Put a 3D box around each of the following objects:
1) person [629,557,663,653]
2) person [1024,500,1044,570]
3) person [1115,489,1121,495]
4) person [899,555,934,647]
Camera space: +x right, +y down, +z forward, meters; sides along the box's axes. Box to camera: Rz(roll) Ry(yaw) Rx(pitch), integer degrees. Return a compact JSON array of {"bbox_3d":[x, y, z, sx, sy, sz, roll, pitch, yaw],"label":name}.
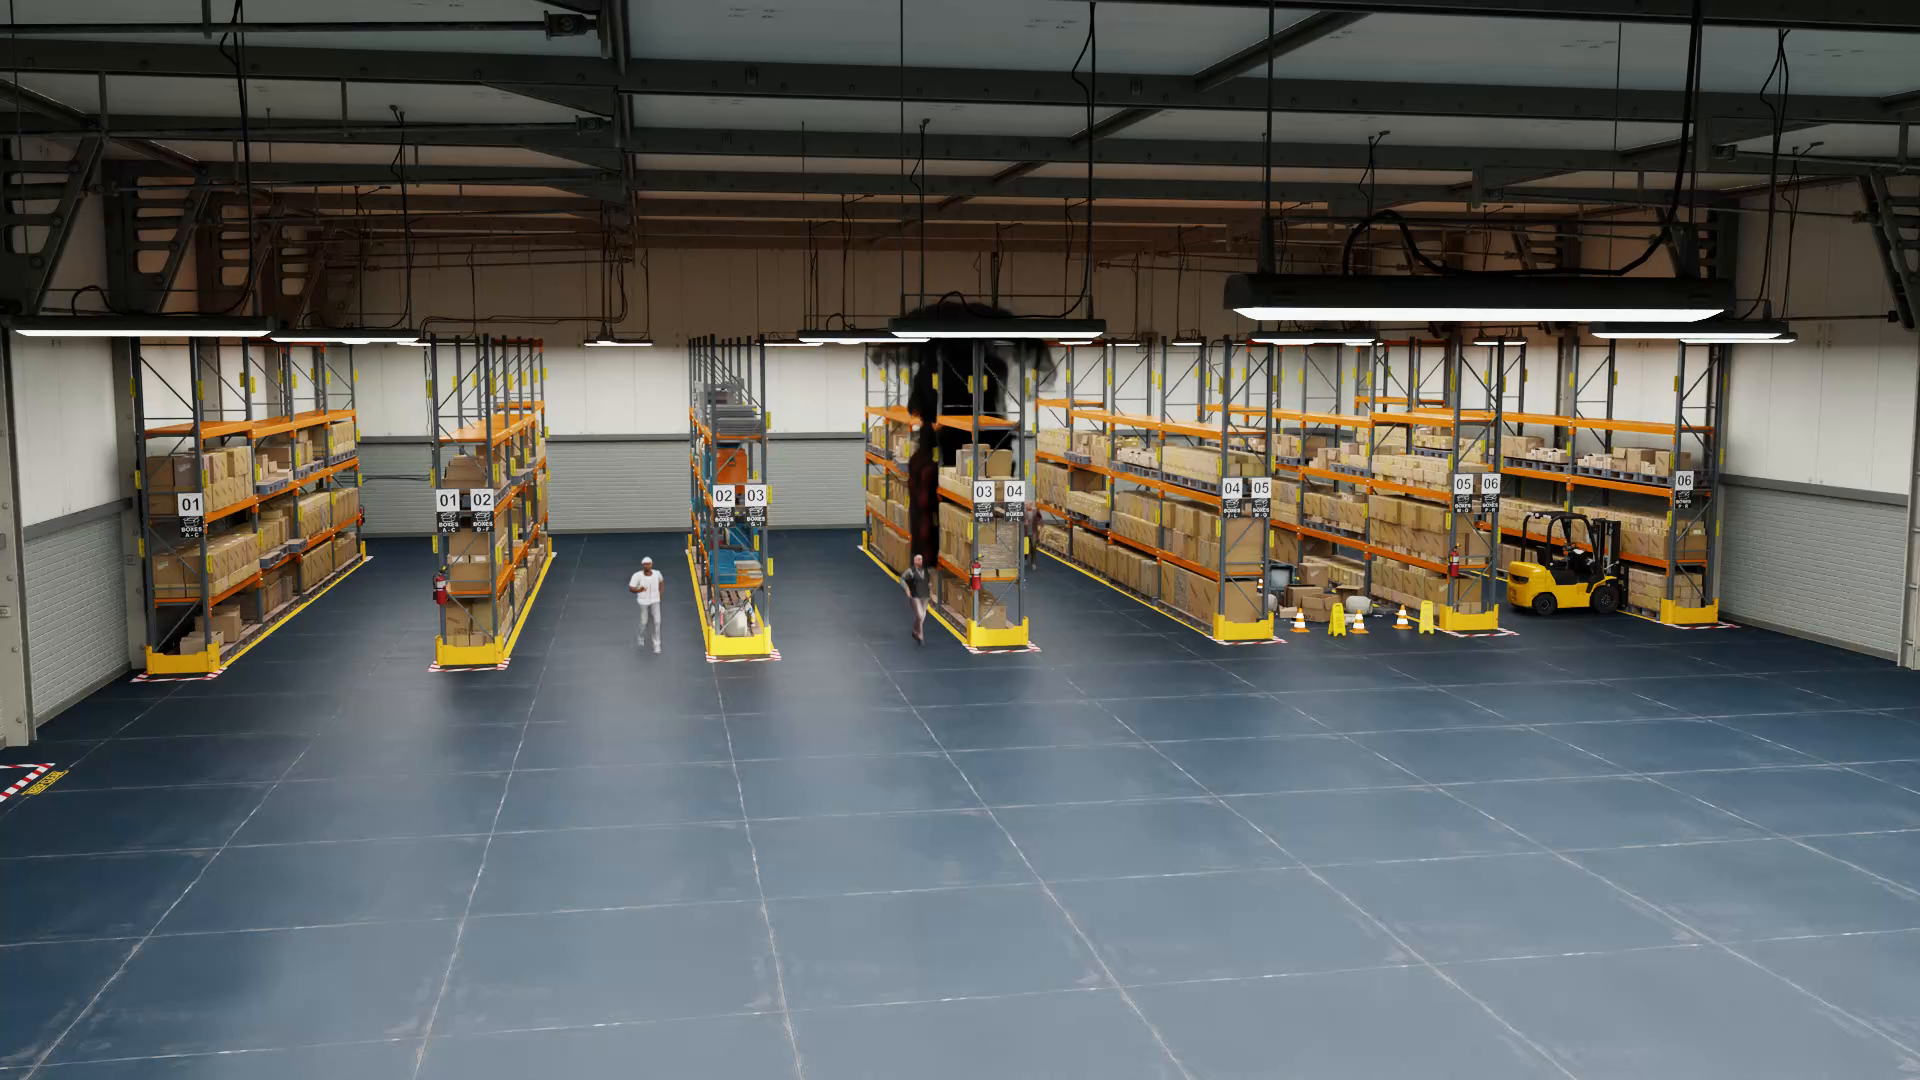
[{"bbox_3d":[-5.944,1.234,31.627,0.684,1.847,0.725,-2,7,-20],"label":"person"},{"bbox_3d":[1.833,-0.150,43.424,0.730,1.764,1.110,0,7,-2],"label":"person"},{"bbox_3d":[4.539,-0.599,47.612,0.675,1.745,0.821,-1,7,-13],"label":"person"},{"bbox_3d":[-0.796,1.171,32.331,0.641,1.781,0.756,-4,8,-31],"label":"person"}]
